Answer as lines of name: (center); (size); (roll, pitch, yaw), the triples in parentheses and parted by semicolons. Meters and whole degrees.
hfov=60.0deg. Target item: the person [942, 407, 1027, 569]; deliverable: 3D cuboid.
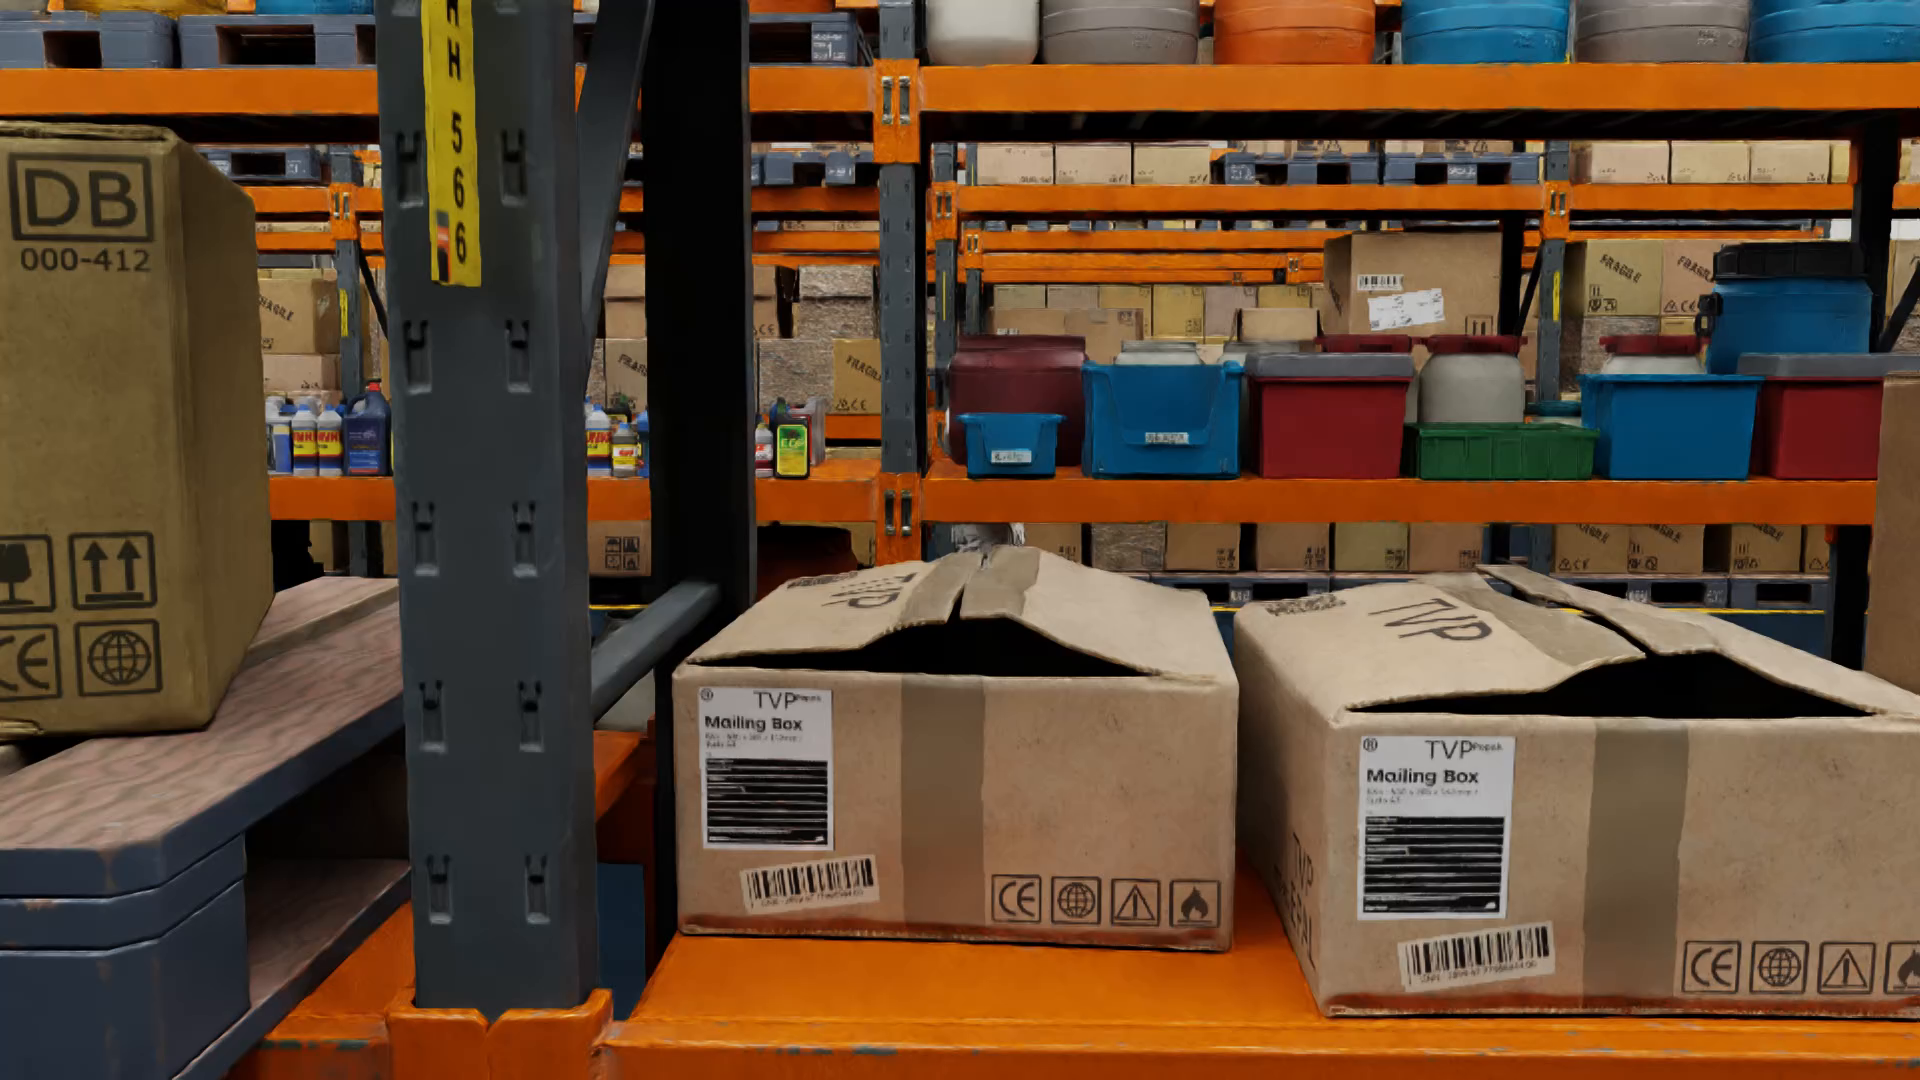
person: (0.138, -0.098, 8.415); (0.538, 1.791, 0.549); (-4, 8, -27)
